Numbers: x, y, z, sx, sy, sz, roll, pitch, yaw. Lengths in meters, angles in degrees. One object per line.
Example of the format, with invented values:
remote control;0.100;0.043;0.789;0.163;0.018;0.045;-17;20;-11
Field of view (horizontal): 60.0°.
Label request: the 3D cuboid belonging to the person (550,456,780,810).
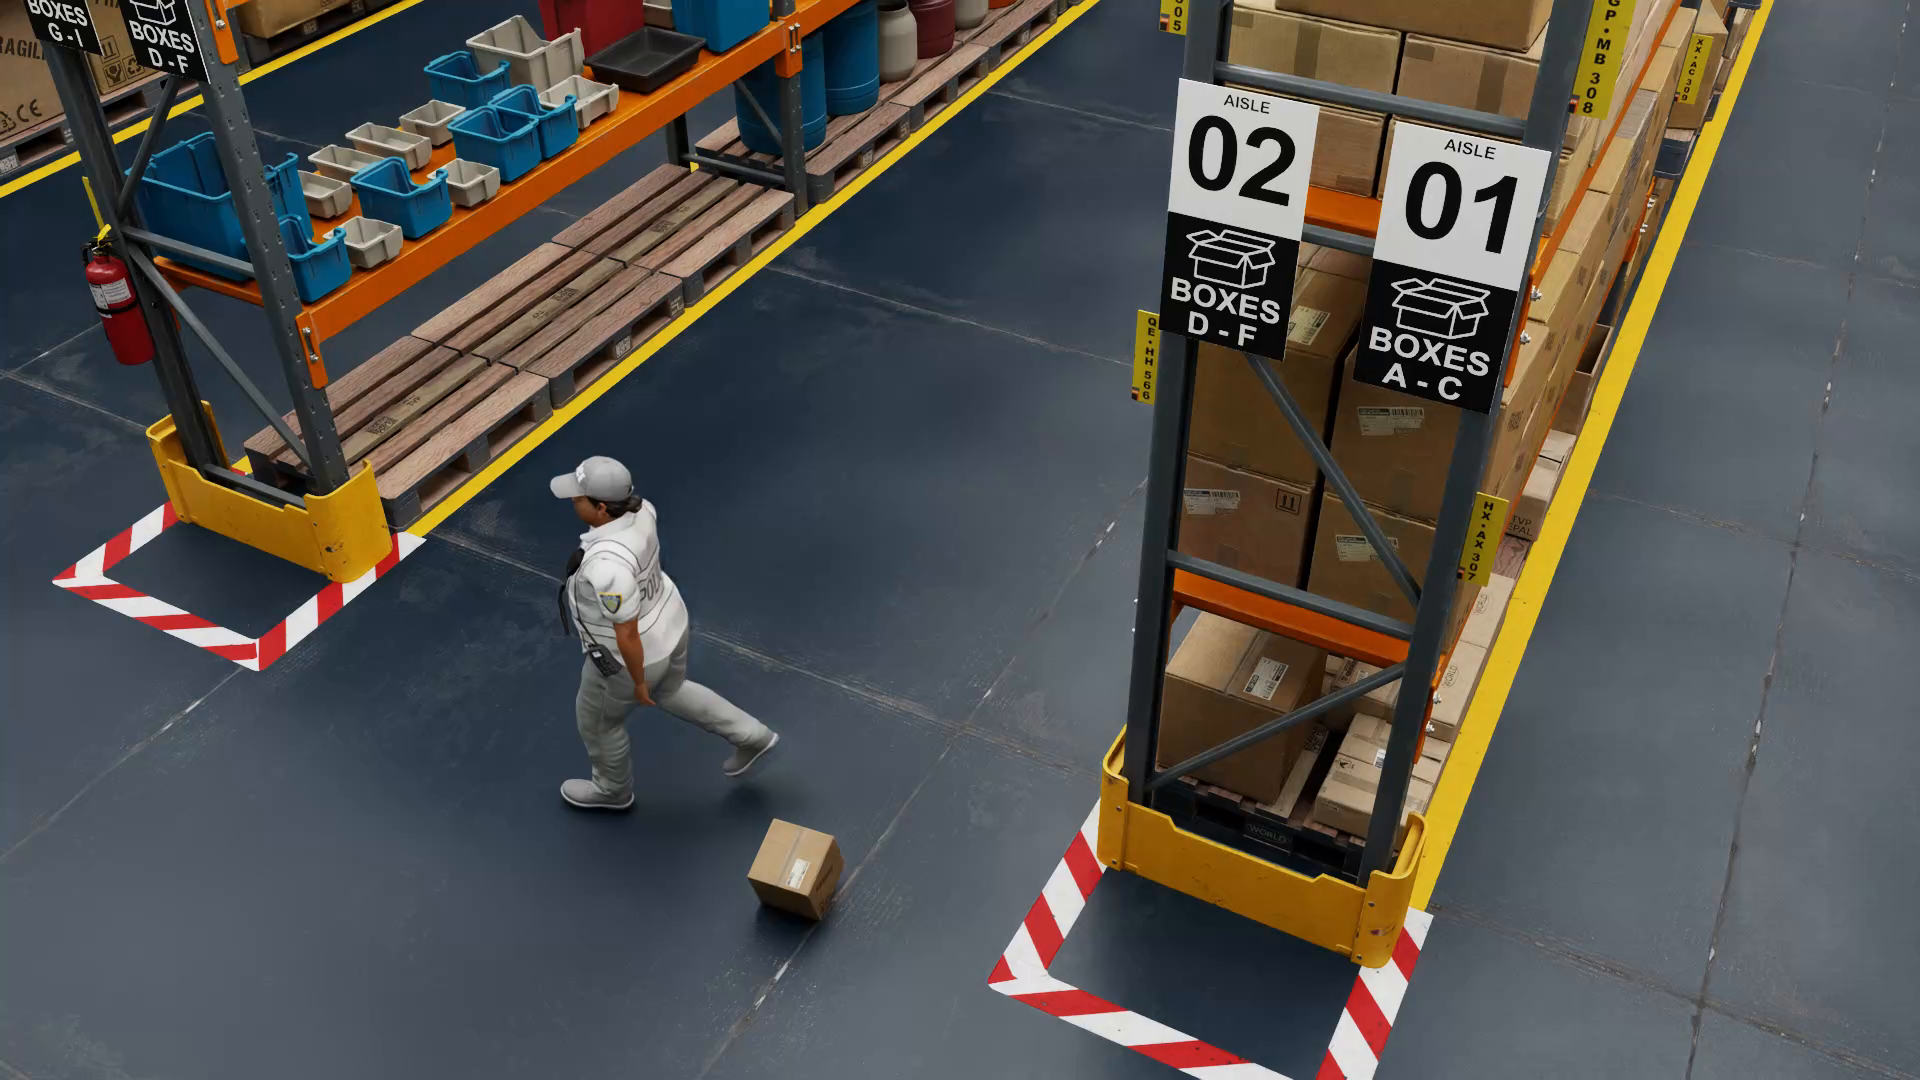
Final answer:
person;-1.173;0.384;6.247;0.856;1.627;0.477;7;39;9
